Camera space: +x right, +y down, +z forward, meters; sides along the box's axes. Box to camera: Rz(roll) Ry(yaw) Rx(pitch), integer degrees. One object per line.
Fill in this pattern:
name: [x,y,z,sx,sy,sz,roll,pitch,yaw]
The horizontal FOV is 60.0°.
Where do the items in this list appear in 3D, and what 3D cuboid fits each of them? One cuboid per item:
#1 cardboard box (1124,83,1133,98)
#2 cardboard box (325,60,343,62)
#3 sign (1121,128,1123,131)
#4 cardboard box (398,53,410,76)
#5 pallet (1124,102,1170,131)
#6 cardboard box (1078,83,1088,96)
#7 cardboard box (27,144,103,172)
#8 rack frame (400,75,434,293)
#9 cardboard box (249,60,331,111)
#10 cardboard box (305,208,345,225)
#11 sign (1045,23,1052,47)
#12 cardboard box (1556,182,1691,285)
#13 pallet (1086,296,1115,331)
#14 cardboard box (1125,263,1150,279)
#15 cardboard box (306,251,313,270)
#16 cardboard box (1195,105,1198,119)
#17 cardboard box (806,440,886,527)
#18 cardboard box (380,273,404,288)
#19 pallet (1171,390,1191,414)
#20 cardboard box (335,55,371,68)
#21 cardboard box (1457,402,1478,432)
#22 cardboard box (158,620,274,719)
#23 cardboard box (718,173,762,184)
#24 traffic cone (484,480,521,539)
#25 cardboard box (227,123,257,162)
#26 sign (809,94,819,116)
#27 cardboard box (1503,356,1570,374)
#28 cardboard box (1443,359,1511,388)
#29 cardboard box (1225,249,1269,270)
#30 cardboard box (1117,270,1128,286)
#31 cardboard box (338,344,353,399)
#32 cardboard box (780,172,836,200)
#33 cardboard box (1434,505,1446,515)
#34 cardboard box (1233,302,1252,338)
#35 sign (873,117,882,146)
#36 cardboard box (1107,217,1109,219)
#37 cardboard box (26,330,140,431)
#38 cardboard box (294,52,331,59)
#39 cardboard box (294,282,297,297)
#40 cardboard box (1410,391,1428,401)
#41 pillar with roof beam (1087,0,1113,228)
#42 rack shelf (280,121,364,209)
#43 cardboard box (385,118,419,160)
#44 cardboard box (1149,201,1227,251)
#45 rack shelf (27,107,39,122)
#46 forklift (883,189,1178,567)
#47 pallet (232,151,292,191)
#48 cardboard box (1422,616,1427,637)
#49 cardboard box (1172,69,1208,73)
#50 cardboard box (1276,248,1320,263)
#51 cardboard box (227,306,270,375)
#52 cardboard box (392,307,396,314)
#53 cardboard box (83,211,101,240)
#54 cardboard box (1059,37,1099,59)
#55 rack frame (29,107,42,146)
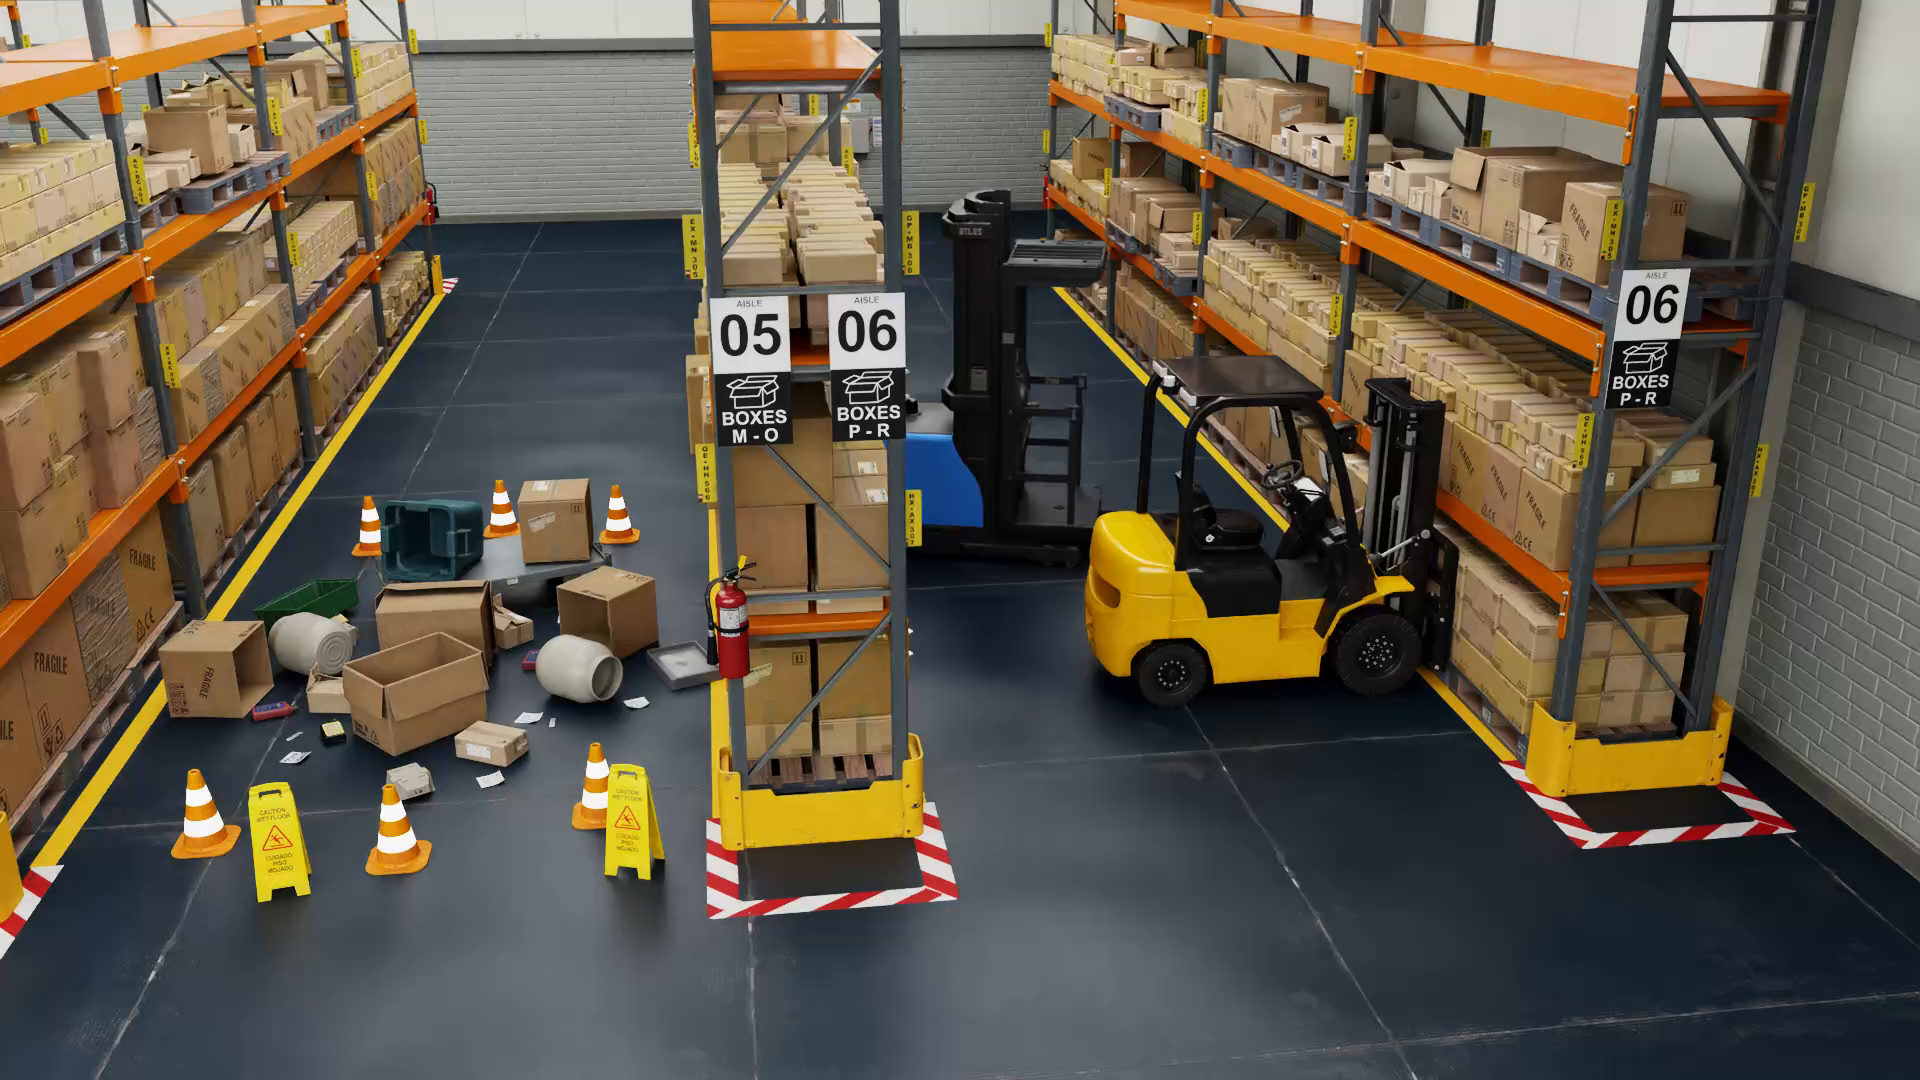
cardboard box: [2.122,-5.233,19.344,0.380,0.149,0.250,-3,21,-7]
cardboard box: [-7.219,-5.520,19.427,0.380,0.149,0.250,-4,21,-10]
sign: [2.360,-6.188,24.465,0.100,0.325,0.005,-3,21,-8]
cardboard box: [-7.669,-6.363,22.252,0.500,0.250,0.500,-4,21,-9]
pallet: [2.562,-4.821,18.892,1.213,0.211,1.003,-3,21,-8]
cardboard box: [1.789,-6.021,22.195,0.380,0.149,0.250,-2,21,-7]
cardboard box: [-5.853,-2.492,10.865,0.380,0.149,0.250,-3,21,-8]
rack frame: [-7.987,-4.941,23.231,1.000,3.000,0.127,-3,21,-8]
cardboard box: [-7.465,-5.068,18.541,0.700,0.500,0.500,-3,21,-8]
cardboard box: [-7.085,-3.602,18.555,0.380,0.149,0.250,-4,21,-9]
sign: [1.271,-7.264,23.916,0.100,0.325,0.005,-3,21,-8]
cardboard box: [3.809,-1.774,9.579,0.500,0.500,0.500,-2,21,-6]
pallet: [2.287,-3.023,22.084,1.003,0.211,1.213,-3,21,-8]
cardboard box: [2.258,-3.336,20.554,0.380,0.149,0.250,-4,21,-10]
cardboard box: [-6.824,-2.840,16.941,0.380,0.149,0.250,-3,21,-8]
cardboard box: [2.654,-4.430,17.222,0.380,0.149,0.250,-3,21,-9]
cardboard box: [-0.743,-0.405,10.520,0.500,0.500,0.500,-3,21,-9]
cardboard box: [-7.455,-3.368,21.644,0.380,0.149,0.250,-3,21,-7]
pallet: [2.891,-1.661,18.436,1.003,0.211,1.213,-3,21,-8]
cardboard box: [-7.361,-5.785,20.135,0.380,0.149,0.250,-4,21,-9]
cardboard box: [3.578,-0.837,11.173,0.380,0.149,0.250,-3,21,-7]
cardboard box: [-5.018,0.870,11.243,0.500,0.500,0.500,1,20,2]
cardboard box: [-1.556,-2.425,11.430,0.380,0.149,0.250,-4,21,-10]
traffic cone: [-3.969,-0.291,14.407,0.336,0.463,0.334,-3,21,-8]
cardboard box: [-6.386,-3.431,14.286,0.500,0.311,0.500,-3,21,-8]
sign: [-1.413,-4.129,16.033,0.100,0.325,0.005,-3,21,-8]
cardboard box: [4.041,-1.183,11.674,0.380,0.149,0.250,-2,21,-6]
cardboard box: [3.608,-1.159,11.612,0.380,0.149,0.250,-3,21,-8]
cardboard box: [2.818,-2.752,16.303,0.380,0.149,0.250,-2,21,-6]
cardboard box: [2.173,-3.284,20.841,0.380,0.149,0.250,-2,21,-5]
cardboard box: [-6.838,-1.806,17.810,0.500,0.500,0.500,-3,21,-9]
cardboard box: [-1.049,-2.452,11.500,0.380,0.149,0.250,-2,21,-6]
cardboard box: [3.444,-0.166,12.350,0.500,0.250,0.500,-2,21,-6]
cardboard box: [2.932,-2.118,15.889,0.500,0.250,0.500,-4,21,-10]
sign: [-1.381,-7.284,29.641,0.329,0.494,0.001,-3,21,-8]
cardboard box: [2.089,-4.072,21.264,0.380,0.149,0.250,-3,21,-7]
cardboard box: [-6.044,-1.048,11.051,0.875,0.550,0.550,-3,21,-8]
cardboard box: [-7.995,-5.939,20.548,0.380,0.149,0.250,-3,21,-9]
cardboard box: [-6.699,-2.415,16.228,0.380,0.149,0.250,-3,21,-9]
cardboard box: [3.509,-0.847,12.129,0.500,0.500,0.500,-3,21,-8]
pillar with roof beam: [-1.949,-9.049,25.657,9.100,9.000,0.400,-3,21,-8]
rack shelf: [-7.122,-3.931,17.270,1.077,0.370,4.000,-3,21,-8]
cardboard box: [-7.675,-5.449,22.596,0.500,0.500,0.500,-3,21,-9]
cardboard box: [2.543,-3.508,18.648,0.797,0.503,0.637,-3,21,-9]
rack shelf: [-12.621,-5.101,20.402,1.077,0.370,4.000,-3,21,-8]
forklift: [0.700,-1.349,13.713,3.031,2.935,1.130,2,21,6]
pallet: [-6.689,-3.267,14.734,1.213,0.211,1.003,-2,21,-5]
cardboard box: [3.511,0.483,12.041,0.500,0.250,0.500,-2,21,-6]
cardboard box: [2.676,-5.399,19.364,0.380,0.149,0.250,-2,21,-6]
cardboard box: [3.334,-2.778,16.370,0.380,0.149,0.250,-3,21,-8]
cardboard box: [-6.361,-1.729,14.490,0.500,0.500,0.500,-3,21,-9]
cardboard box: [-7.430,-2.911,21.273,0.380,0.149,0.250,-4,21,-10]
cardboard box: [-5.813,-2.030,10.768,0.380,0.149,0.250,-3,21,-7]
cardboard box: [1.678,-6.842,23.110,0.500,0.250,0.500,-3,21,-8]
rack frame: [-12.910,-4.725,22.655,1.000,3.000,0.127,-3,21,-8]
